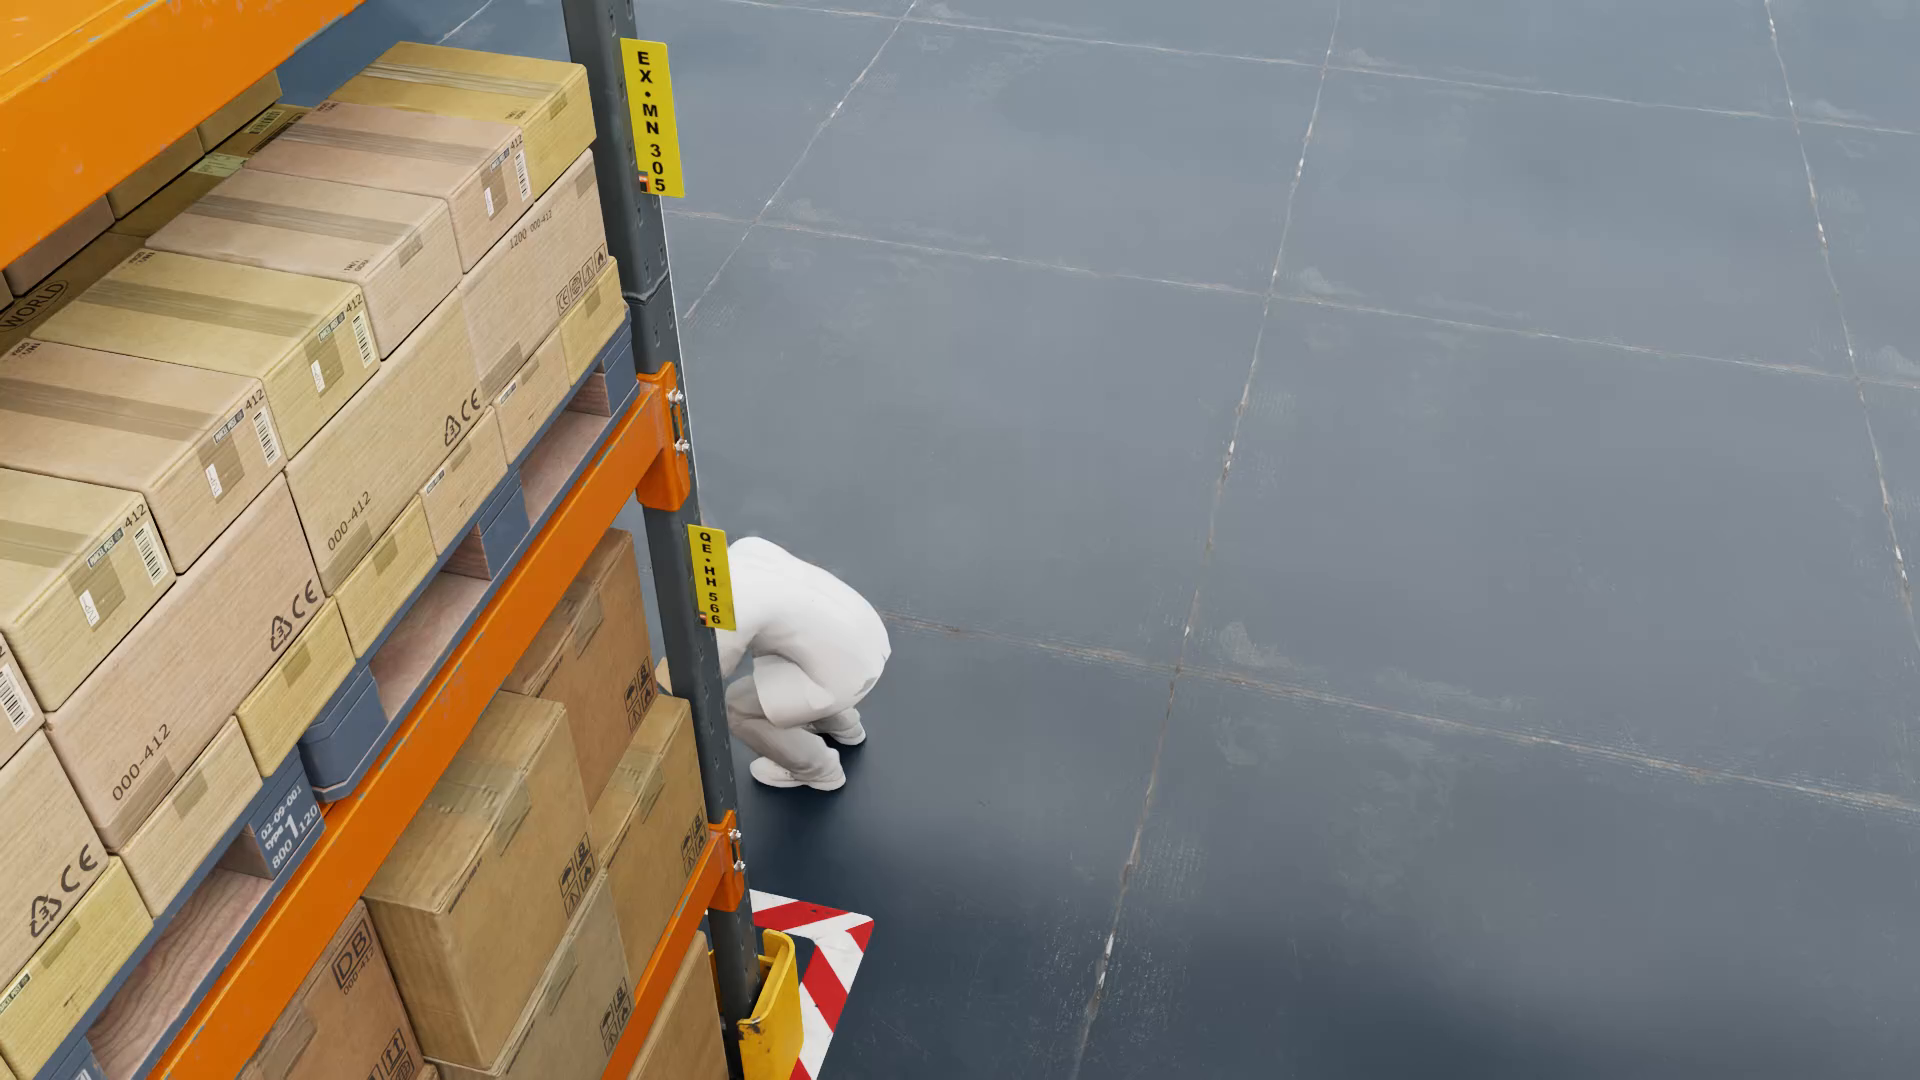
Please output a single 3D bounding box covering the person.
[{"bbox_3d":[-0.699,0.440,6.211,0.879,1.054,0.613,10,41,11],"label":"person"}]
